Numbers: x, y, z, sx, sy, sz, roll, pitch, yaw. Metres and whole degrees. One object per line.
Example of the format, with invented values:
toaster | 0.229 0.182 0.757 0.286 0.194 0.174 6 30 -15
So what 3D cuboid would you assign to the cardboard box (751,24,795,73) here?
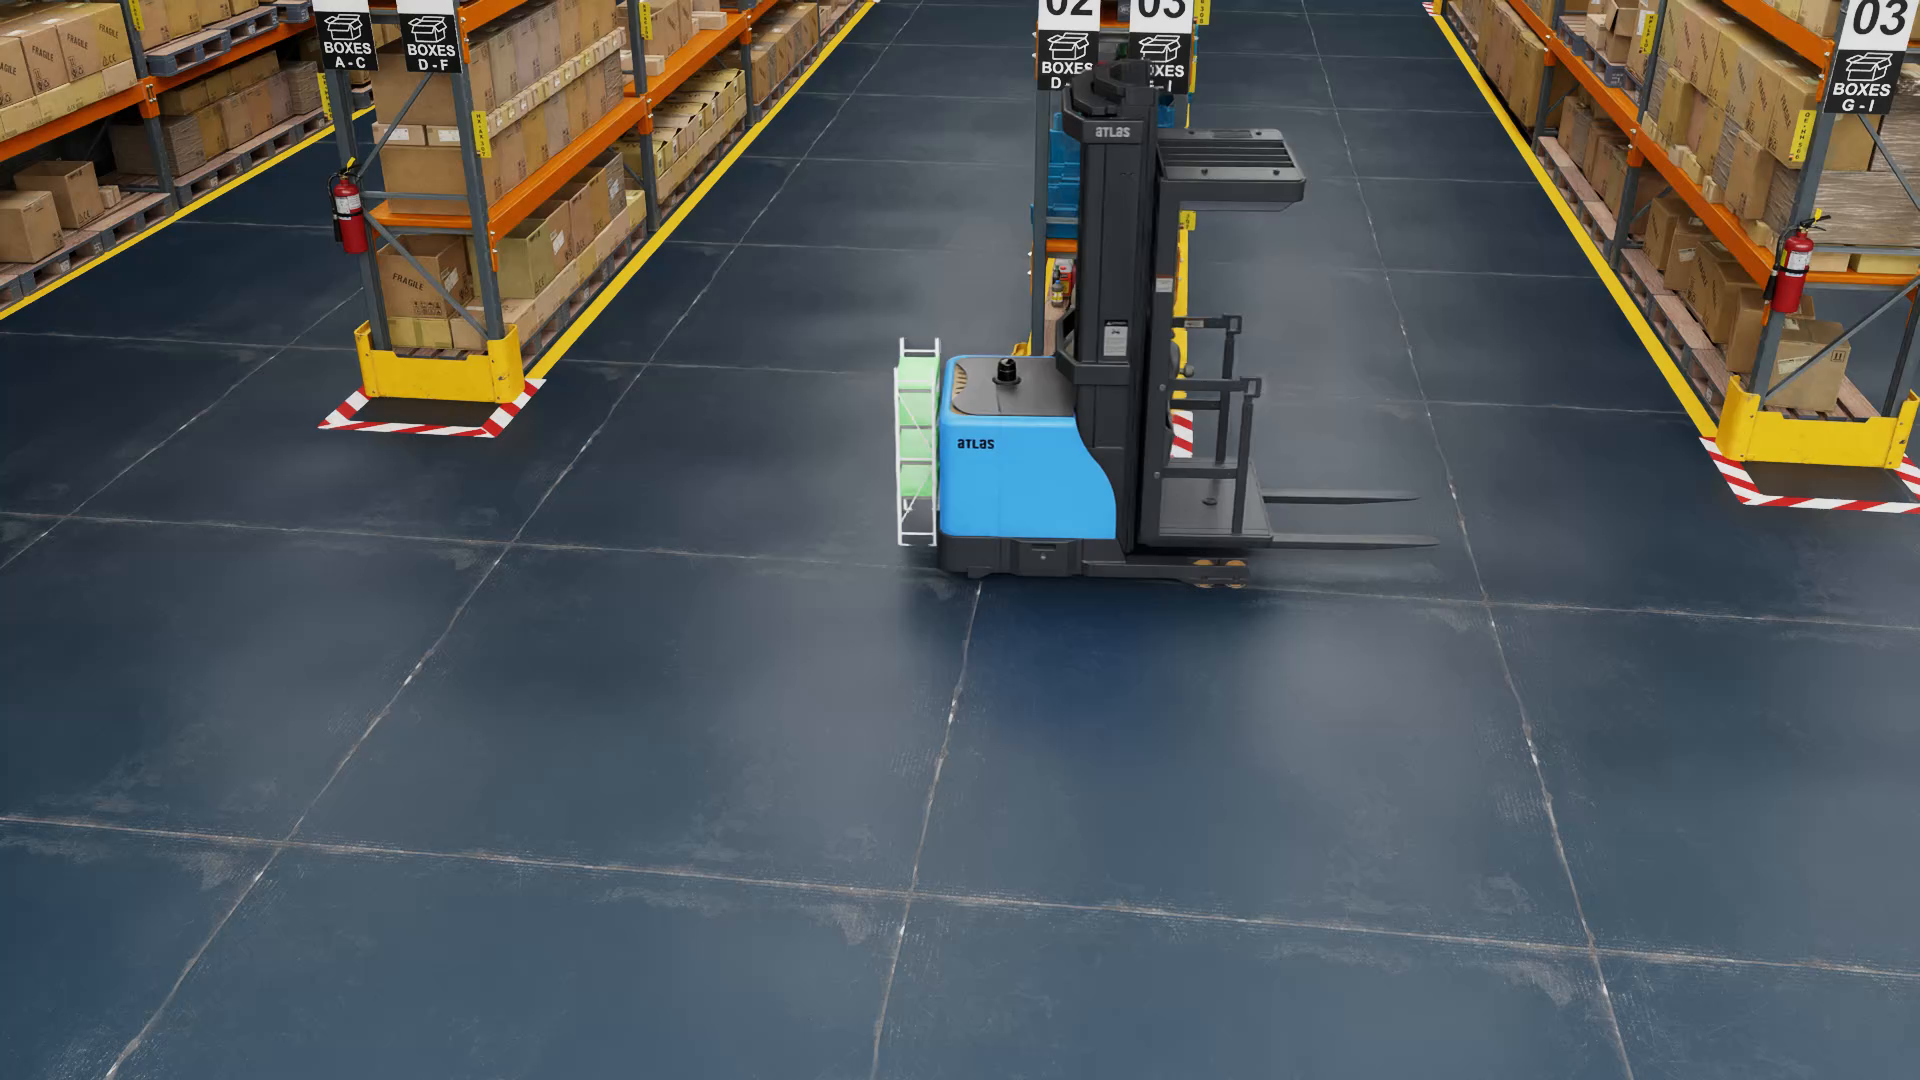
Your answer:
cardboard box | -2.404 -6.250 21.152 0.500 0.500 0.500 2 28 4

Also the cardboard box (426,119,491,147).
cardboard box | -3.646 -2.966 12.096 0.380 0.149 0.250 3 28 6

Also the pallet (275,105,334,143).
pallet | -7.942 -4.921 19.454 1.003 0.211 1.213 3 28 6

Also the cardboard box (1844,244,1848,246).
cardboard box | 6.245 -2.013 11.382 0.380 0.149 0.250 3 28 6

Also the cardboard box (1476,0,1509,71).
cardboard box | 7.335 -6.483 21.210 1.225 0.875 0.875 3 29 6

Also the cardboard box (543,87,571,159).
cardboard box | -3.651 -3.456 13.690 0.700 0.500 0.500 4 29 8

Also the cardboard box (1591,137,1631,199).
cardboard box | 6.655 -3.638 16.304 0.700 0.500 0.500 1 28 2

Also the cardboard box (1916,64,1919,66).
cardboard box | 11.887 -5.703 20.158 0.500 0.500 0.500 5 29 8

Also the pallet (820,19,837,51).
pallet | -2.352 -7.209 23.700 1.003 0.211 1.213 3 28 6

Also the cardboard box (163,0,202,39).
cardboard box | -8.163 -5.372 16.781 0.700 0.500 0.500 6 29 11

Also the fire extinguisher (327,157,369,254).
fire extinguisher | -4.383 -2.402 11.919 0.296 0.674 0.183 3 28 6

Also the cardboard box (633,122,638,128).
cardboard box | -3.531 -4.256 17.144 0.500 0.311 0.500 3 28 6

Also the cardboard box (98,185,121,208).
cardboard box | -8.370 -3.326 16.077 0.380 0.166 0.250 0 28 0

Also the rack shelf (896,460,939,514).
rack shelf | -0.259 -0.343 10.553 0.258 0.148 0.480 1 28 2

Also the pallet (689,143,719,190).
pallet | -3.219 -4.045 17.827 1.003 0.211 1.213 3 28 6

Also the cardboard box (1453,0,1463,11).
cardboard box | 7.885 -8.362 24.699 0.875 0.875 0.875 3 28 6

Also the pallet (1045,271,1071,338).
pallet | 1.227 -1.941 13.922 1.003 0.211 1.213 3 28 6

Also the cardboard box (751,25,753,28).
cardboard box | -2.924 -6.268 21.186 0.500 0.500 0.500 2 28 4

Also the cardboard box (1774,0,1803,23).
cardboard box | 5.789 -3.619 11.092 0.500 0.250 0.500 4 29 7

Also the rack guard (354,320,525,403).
rack guard | -3.911 -1.353 12.526 1.175 0.500 0.348 3 28 6

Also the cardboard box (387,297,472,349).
cardboard box | -4.135 -1.709 13.007 0.500 0.250 0.500 3 28 6

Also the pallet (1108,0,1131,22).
pallet | 1.206 -3.796 11.462 1.003 0.211 1.213 3 28 6

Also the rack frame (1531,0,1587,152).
rack frame | 6.904 -5.653 17.872 1.000 3.000 0.127 3 28 6

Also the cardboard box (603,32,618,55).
cardboard box | -3.271 -4.420 14.795 0.380 0.149 0.250 3 28 5

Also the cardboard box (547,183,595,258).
cardboard box | -3.435 -2.715 14.084 0.500 0.500 0.500 3 28 6

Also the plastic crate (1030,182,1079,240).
plastic crate | 0.772 -2.362 11.921 0.499 0.251 0.616 3 28 6

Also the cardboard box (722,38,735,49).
cardboard box | -3.043 -6.134 20.147 0.500 0.250 0.500 4 29 8

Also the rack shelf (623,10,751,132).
rack shelf | -3.173 -4.972 17.367 1.077 0.370 4.000 3 28 6

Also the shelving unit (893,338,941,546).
shelving unit | -0.260 -0.610 10.409 0.258 1.200 0.503 1 28 2

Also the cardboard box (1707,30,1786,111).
cardboard box | 5.934 -3.481 12.368 0.500 0.500 0.500 3 28 6

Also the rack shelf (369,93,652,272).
rack shelf | -3.663 -3.089 13.872 1.077 0.370 4.000 3 28 6

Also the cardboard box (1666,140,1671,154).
cardboard box | 6.021 -3.221 13.624 0.380 0.149 0.250 3 28 6

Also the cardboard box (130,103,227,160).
cardboard box | -8.247 -4.320 17.571 0.700 0.500 0.500 3 28 5

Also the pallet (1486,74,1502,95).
pallet | 7.374 -5.941 21.346 1.003 0.211 1.213 3 28 6

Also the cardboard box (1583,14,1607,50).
cardboard box | 6.470 -4.996 16.369 0.500 0.250 0.500 3 28 5

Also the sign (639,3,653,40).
sign | -2.867 -4.732 15.167 0.100 0.325 0.005 3 28 6

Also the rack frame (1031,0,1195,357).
rack frame | 1.008 -2.175 11.417 1.000 3.000 0.127 3 28 6

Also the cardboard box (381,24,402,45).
cardboard box | -7.510 -6.505 21.279 0.750 0.750 0.750 3 28 6

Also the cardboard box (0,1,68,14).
cardboard box | -8.599 -4.697 15.445 0.500 0.500 0.500 3 28 5

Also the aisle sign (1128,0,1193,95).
aisle sign | 1.290 -3.269 10.706 0.394 0.787 0.004 3 28 6

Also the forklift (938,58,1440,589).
forklift | 1.395 -1.257 9.786 3.031 2.935 1.130 1 28 2

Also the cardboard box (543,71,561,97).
cardboard box | -3.457 -3.690 13.439 0.380 0.149 0.250 4 29 7

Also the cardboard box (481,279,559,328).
cardboard box | -3.564 -1.914 13.389 0.500 0.250 0.500 3 28 6

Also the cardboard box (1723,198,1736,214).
cardboard box | 5.890 -2.512 12.307 0.380 0.149 0.250 3 28 6

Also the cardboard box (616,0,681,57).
cardboard box | -3.181 -5.236 16.993 0.500 0.500 0.500 3 28 6

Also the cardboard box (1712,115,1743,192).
cardboard box | 6.064 -2.795 12.148 0.875 0.500 0.500 3 28 6

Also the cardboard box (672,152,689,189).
cardboard box | -3.058 -3.738 16.774 0.500 0.250 0.500 4 29 7

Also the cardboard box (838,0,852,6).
cardboard box | -1.916 -8.264 25.153 0.500 0.250 0.500 3 28 6

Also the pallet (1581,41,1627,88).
pallet | 6.702 -4.634 16.184 1.003 0.211 1.213 3 28 6

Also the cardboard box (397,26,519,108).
cardboard box | -3.772 -3.572 12.536 0.700 0.500 0.500 3 28 5

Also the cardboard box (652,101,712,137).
cardboard box | -2.933 -4.472 17.546 0.500 0.311 0.500 4 29 8

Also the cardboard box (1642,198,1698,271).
cardboard box | 6.325 -2.668 14.525 0.500 0.500 0.500 3 28 5
